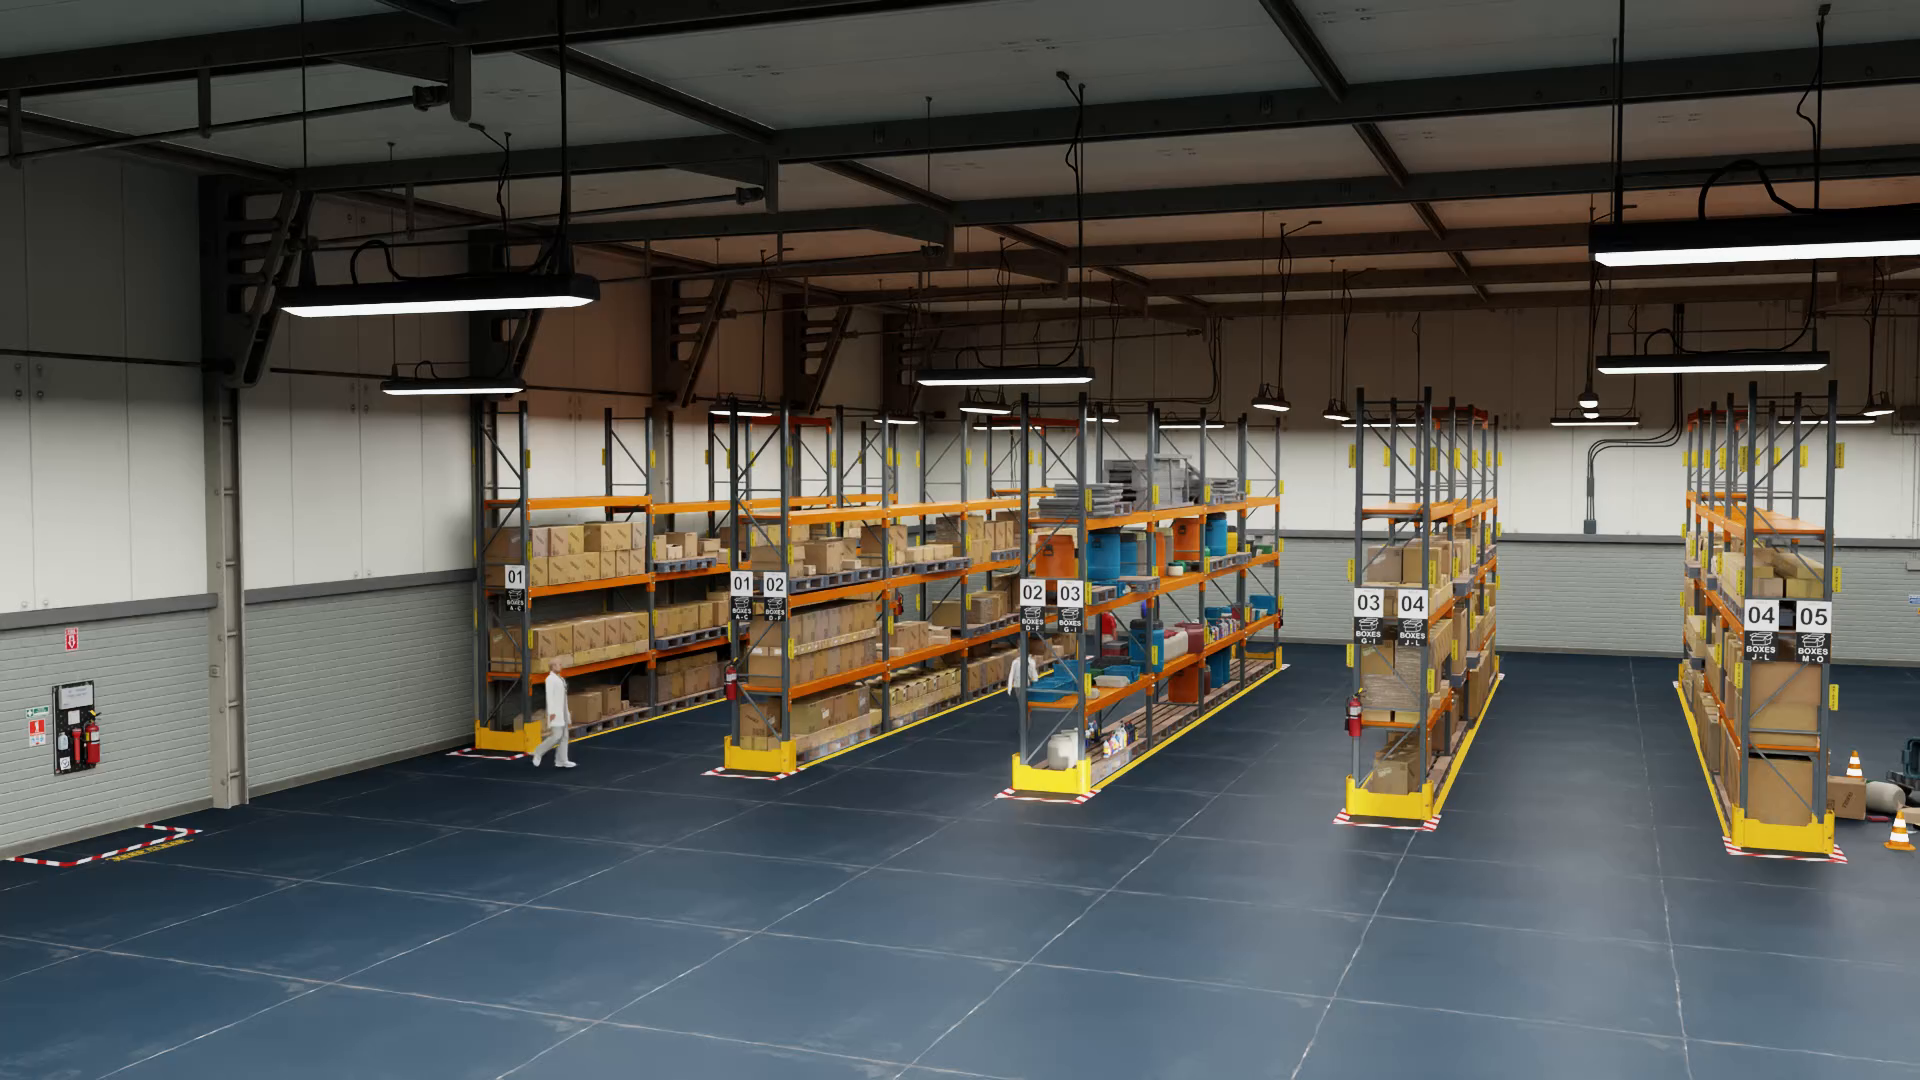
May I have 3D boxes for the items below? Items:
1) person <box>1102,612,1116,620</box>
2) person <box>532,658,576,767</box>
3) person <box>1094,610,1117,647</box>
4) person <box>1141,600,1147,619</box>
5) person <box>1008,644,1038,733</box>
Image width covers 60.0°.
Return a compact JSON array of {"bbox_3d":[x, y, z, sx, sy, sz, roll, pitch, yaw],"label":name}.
[{"bbox_3d":[3.524,2.257,39.560,0.444,1.623,0.948,1,3,18],"label":"person"},{"bbox_3d":[-6.556,2.793,26.886,0.681,1.769,0.607,1,3,13],"label":"person"},{"bbox_3d":[3.284,2.316,37.505,0.609,1.729,0.578,2,4,39],"label":"person"},{"bbox_3d":[4.856,2.158,42.734,0.474,1.492,1.021,1,3,19],"label":"person"},{"bbox_3d":[1.118,2.694,30.290,0.499,1.620,1.018,2,3,29],"label":"person"}]
